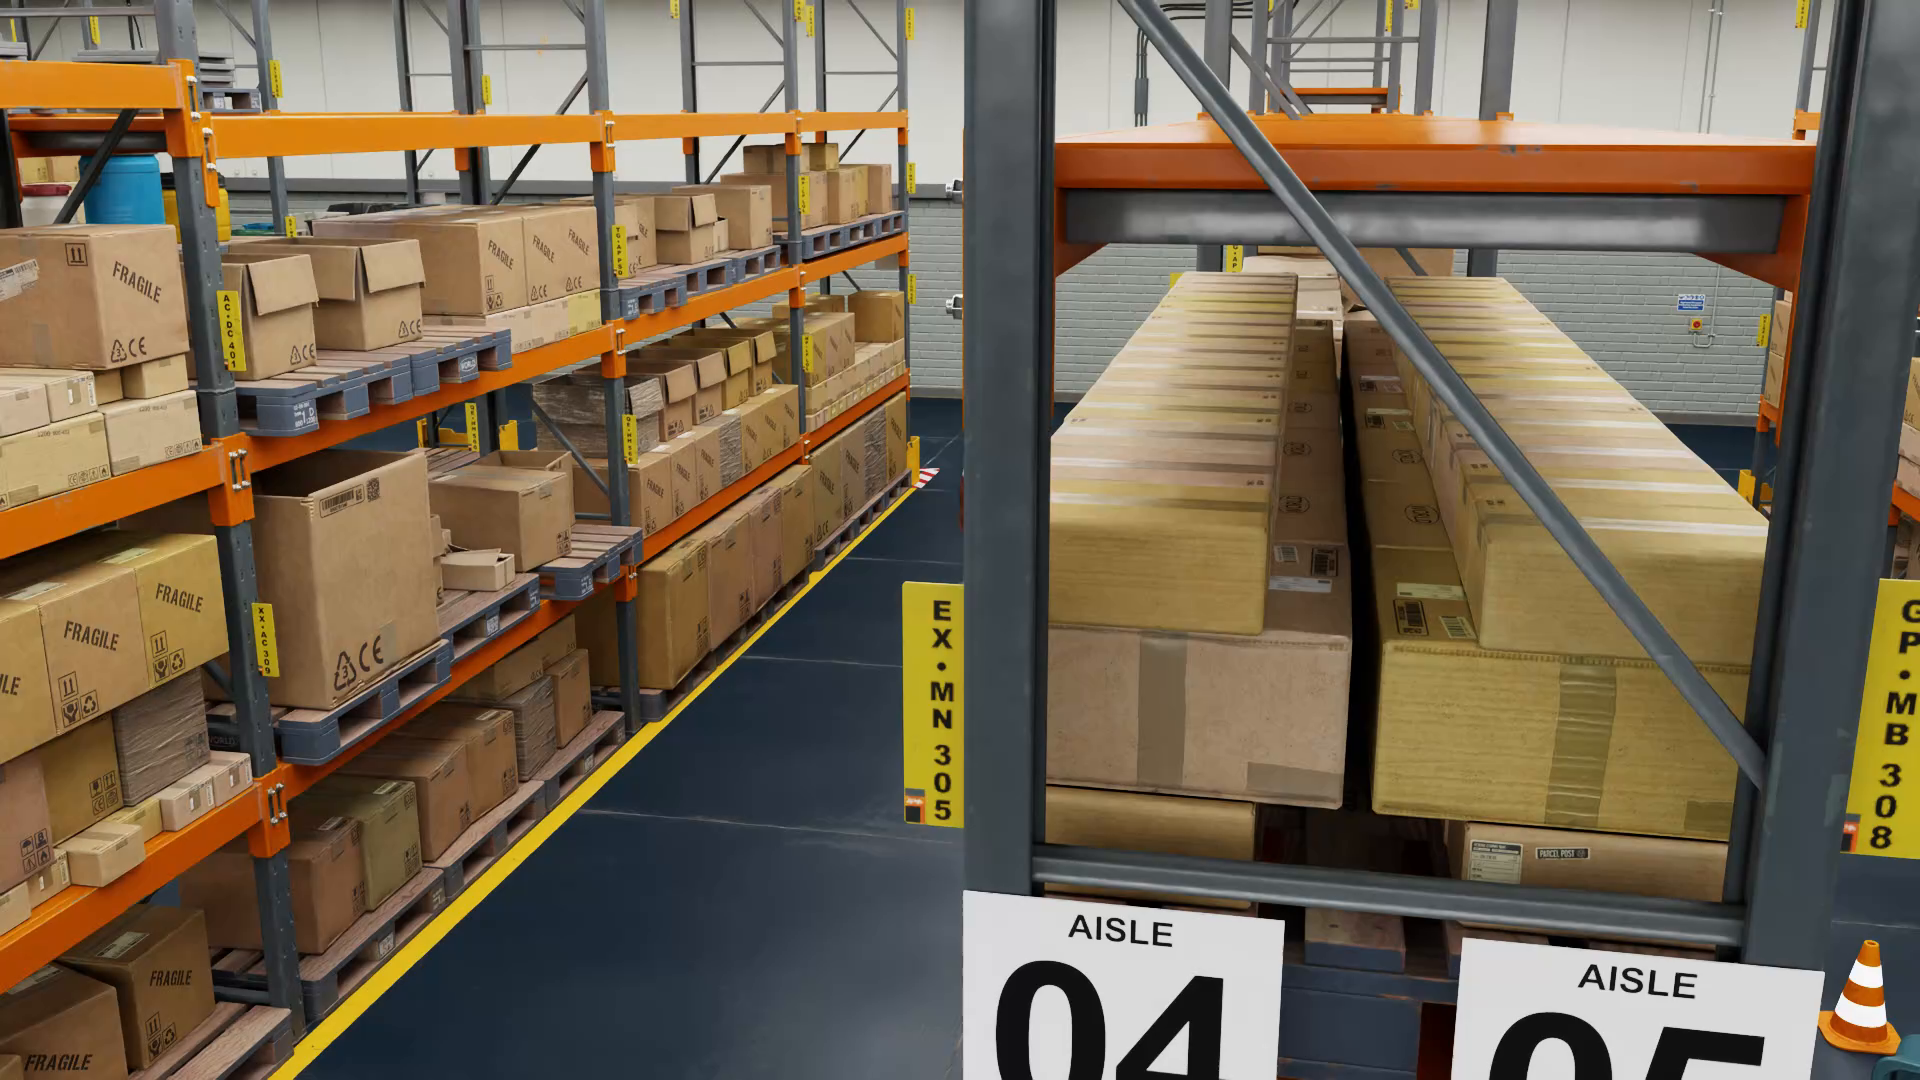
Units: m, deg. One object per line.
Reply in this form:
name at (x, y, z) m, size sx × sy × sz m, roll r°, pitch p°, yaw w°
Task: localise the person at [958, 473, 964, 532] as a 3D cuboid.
person at (0.280, -0.154, 13.639) m, size 0.827 × 1.715 × 0.702 m, roll -10°, pitch 17°, yaw -33°
